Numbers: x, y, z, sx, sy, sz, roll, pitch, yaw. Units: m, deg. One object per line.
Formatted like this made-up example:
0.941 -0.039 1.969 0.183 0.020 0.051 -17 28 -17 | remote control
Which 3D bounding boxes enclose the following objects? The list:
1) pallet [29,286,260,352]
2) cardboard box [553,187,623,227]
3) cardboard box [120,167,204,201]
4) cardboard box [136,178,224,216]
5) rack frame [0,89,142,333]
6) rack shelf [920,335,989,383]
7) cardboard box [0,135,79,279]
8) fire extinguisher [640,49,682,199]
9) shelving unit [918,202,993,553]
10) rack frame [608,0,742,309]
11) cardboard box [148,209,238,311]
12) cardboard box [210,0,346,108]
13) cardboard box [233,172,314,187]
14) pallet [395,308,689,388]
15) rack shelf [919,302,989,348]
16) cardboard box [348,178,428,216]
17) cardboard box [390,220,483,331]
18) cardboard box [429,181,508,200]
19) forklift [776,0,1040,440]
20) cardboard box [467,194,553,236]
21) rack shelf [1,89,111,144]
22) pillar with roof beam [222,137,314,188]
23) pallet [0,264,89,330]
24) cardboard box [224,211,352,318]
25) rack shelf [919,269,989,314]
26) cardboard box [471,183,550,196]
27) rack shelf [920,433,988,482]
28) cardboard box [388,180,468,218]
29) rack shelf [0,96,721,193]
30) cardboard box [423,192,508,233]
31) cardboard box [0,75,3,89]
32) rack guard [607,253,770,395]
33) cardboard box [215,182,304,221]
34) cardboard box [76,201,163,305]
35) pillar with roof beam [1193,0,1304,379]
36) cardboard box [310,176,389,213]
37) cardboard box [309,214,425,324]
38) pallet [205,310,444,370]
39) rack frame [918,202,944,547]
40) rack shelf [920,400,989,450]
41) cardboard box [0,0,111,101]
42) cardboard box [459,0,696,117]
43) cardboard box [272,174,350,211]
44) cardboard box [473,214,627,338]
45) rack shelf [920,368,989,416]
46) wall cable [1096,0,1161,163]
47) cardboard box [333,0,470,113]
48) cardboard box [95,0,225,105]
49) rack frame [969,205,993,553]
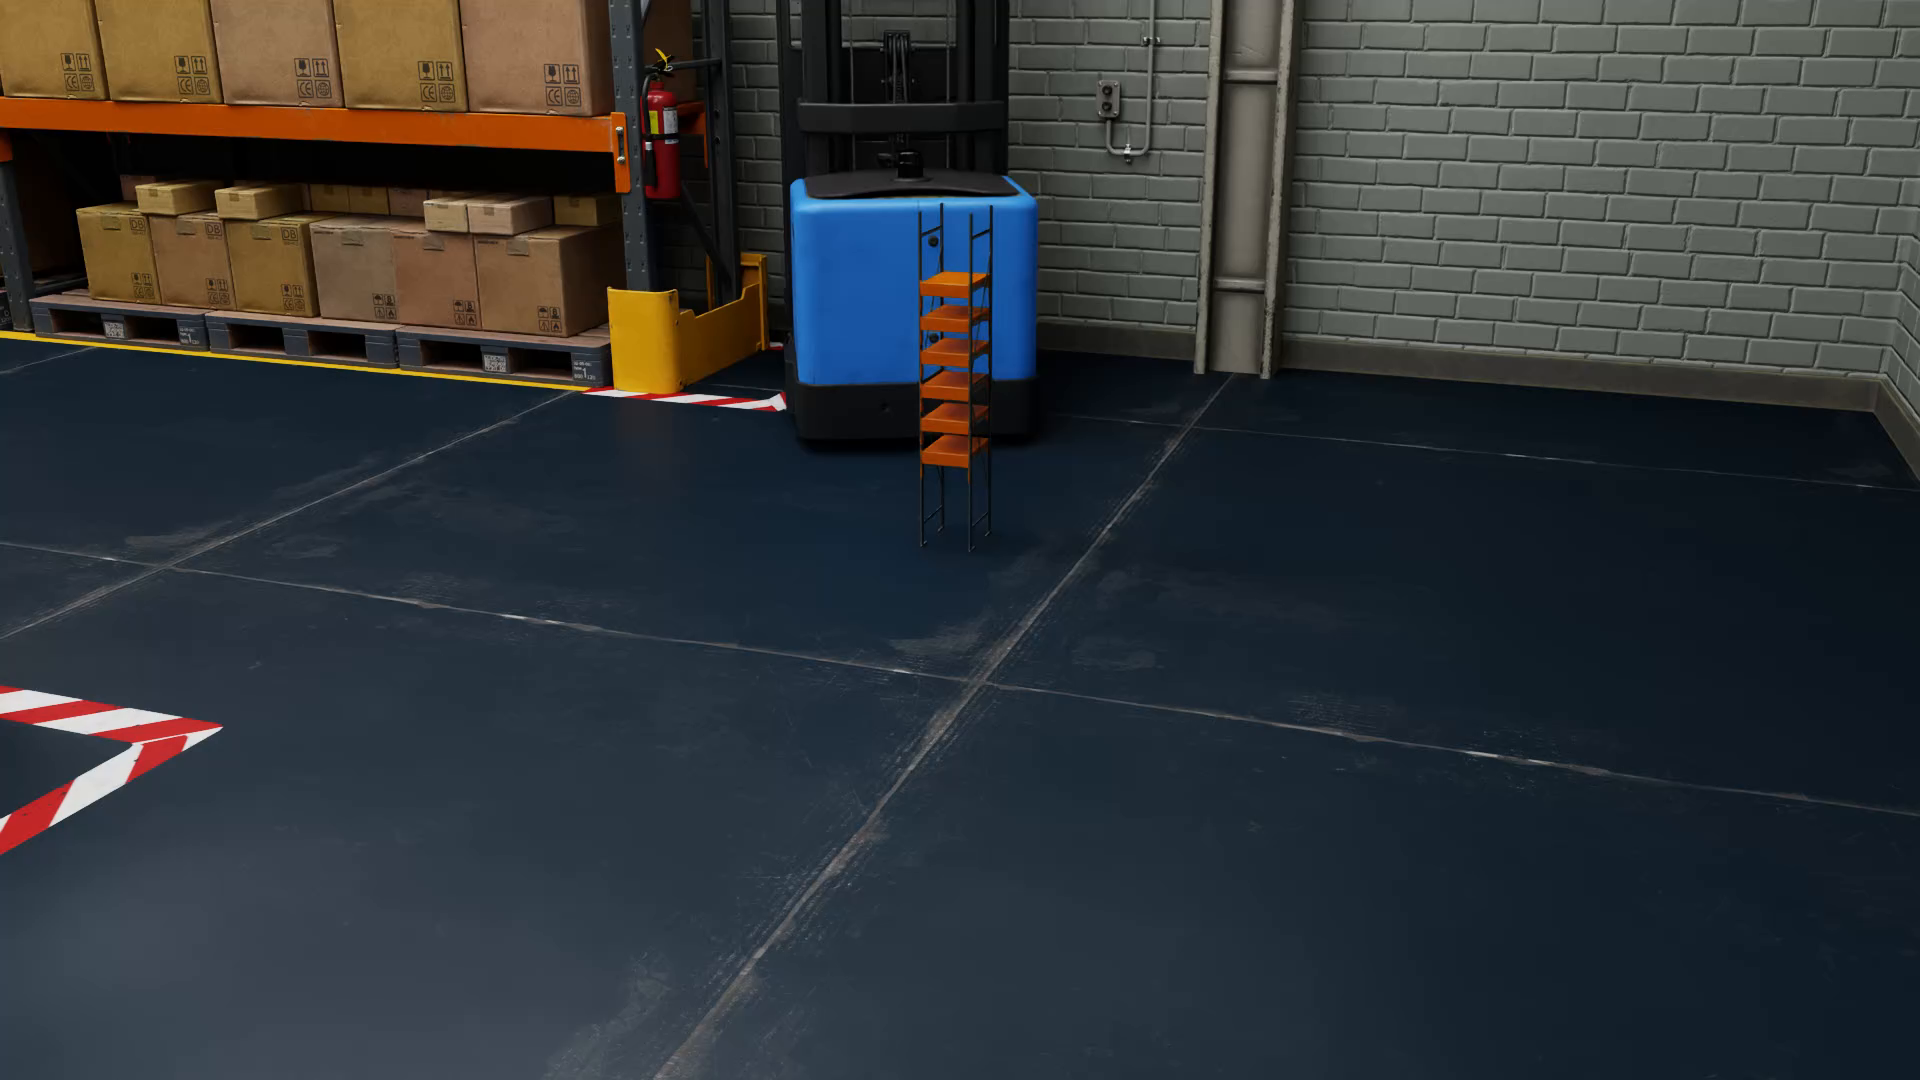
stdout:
-4.485 -1.331 9.574 1.213 0.211 1.003 7 20 18 | pallet
-1.910 -1.739 8.683 0.250 0.149 0.380 7 20 18 | cardboard box
-4.577 -2.043 9.554 0.250 0.149 0.380 6 20 18 | cardboard box
-4.241 -1.872 9.063 0.250 0.149 0.380 7 20 20 | cardboard box
-5.178 -2.754 9.420 0.127 3.000 1.000 7 20 18 | rack frame
-0.014 -0.639 5.858 0.180 0.103 0.258 7 20 18 | rack shelf
-5.834 -1.967 9.790 0.750 0.750 0.750 7 20 19 | cardboard box
-1.408 -1.950 7.796 0.183 0.674 0.296 7 20 18 | fire extinguisher
-0.014 -0.568 5.883 0.189 1.200 0.258 7 20 18 | shelving unit
-1.399 -2.322 8.180 0.127 3.000 1.000 7 20 18 | rack frame
-4.032 -1.604 9.280 0.500 0.500 0.700 6 20 18 | cardboard box
-3.292 -2.676 8.740 0.700 0.700 0.980 6 20 15 | cardboard box
-3.829 -1.959 9.312 0.250 0.149 0.380 6 20 16 | cardboard box
-2.180 -1.067 8.817 1.213 0.211 1.003 7 20 18 | pallet
-0.014 -0.753 5.819 0.180 0.103 0.258 7 20 18 | rack shelf
-3.108 -1.876 9.075 0.250 0.149 0.380 7 20 19 | cardboard box
-2.566 -1.438 8.805 0.500 0.500 0.700 6 20 18 | cardboard box
-2.625 -1.821 8.918 0.250 0.149 0.380 7 20 19 | cardboard box
-0.341 -2.251 8.081 1.130 2.935 3.031 -2 19 -6 | forklift
-2.274 -1.648 8.421 0.250 0.149 0.380 6 20 17 | cardboard box
-7.067 -2.630 10.158 4.000 0.370 1.077 7 20 18 | rack shelf
-5.645 -4.442 5.147 0.400 9.000 9.100 7 20 18 | pillar with roof beam
-5.931 -1.497 10.051 1.213 0.211 1.003 7 20 18 | pallet
-3.547 -1.548 9.119 0.500 0.500 0.700 7 20 19 | cardboard box
-0.014 -0.866 5.779 0.180 0.103 0.258 7 20 18 | rack shelf
-2.388 -1.794 8.840 0.250 0.149 0.380 7 20 18 | cardboard box
-0.014 -0.300 5.977 0.180 0.103 0.258 7 20 18 | rack shelf
-2.865 -1.848 8.996 0.250 0.149 0.380 7 20 19 | cardboard box
-3.289 -2.198 8.919 4.000 0.370 1.077 7 20 18 | rack shelf
-2.516 -1.675 8.499 0.250 0.149 0.380 7 20 20 | cardboard box
-5.590 -2.593 9.310 0.250 0.149 0.380 7 20 19 | cardboard box
-1.377 -1.139 8.584 0.348 0.500 1.175 7 20 18 | rack guard
-3.748 -1.816 8.902 0.250 0.149 0.380 6 20 17 | cardboard box
-4.505 -1.659 9.439 0.500 0.500 0.700 7 20 19 | cardboard box
0.022 -3.794 3.288 0.400 9.000 9.100 7 20 18 | pillar with roof beam
-3.347 -1.903 9.154 0.250 0.149 0.380 6 20 17 | cardboard box
-3.041 -1.493 8.961 0.500 0.500 0.700 6 20 16 | cardboard box
-3.329 -1.200 9.197 1.213 0.211 1.003 7 20 18 | pallet
-0.100 -0.578 5.912 0.006 1.200 0.240 7 20 18 | rack frame
-0.014 -0.413 5.937 0.180 0.103 0.258 7 20 18 | rack shelf
-4.671 -2.832 9.188 0.700 0.700 0.980 7 20 19 | cardboard box
-1.884 -2.516 8.280 0.700 0.700 0.980 7 21 21 | cardboard box
-3.591 -1.931 9.233 0.250 0.149 0.380 7 20 19 | cardboard box
-2.093 -1.384 8.650 0.500 0.500 0.700 7 20 18 | cardboard box
-0.014 -0.526 5.898 0.180 0.103 0.258 7 20 18 | rack shelf
0.121 -2.958 8.460 1.851 1.984 0.084 7 20 18 | wall cable
-2.575 -2.591 8.496 0.700 0.700 0.980 6 20 18 | cardboard box
-3.983 -2.751 8.957 0.700 0.700 0.980 6 20 17 | cardboard box
0.073 -0.558 5.855 0.006 1.200 0.240 7 20 18 | rack frame
